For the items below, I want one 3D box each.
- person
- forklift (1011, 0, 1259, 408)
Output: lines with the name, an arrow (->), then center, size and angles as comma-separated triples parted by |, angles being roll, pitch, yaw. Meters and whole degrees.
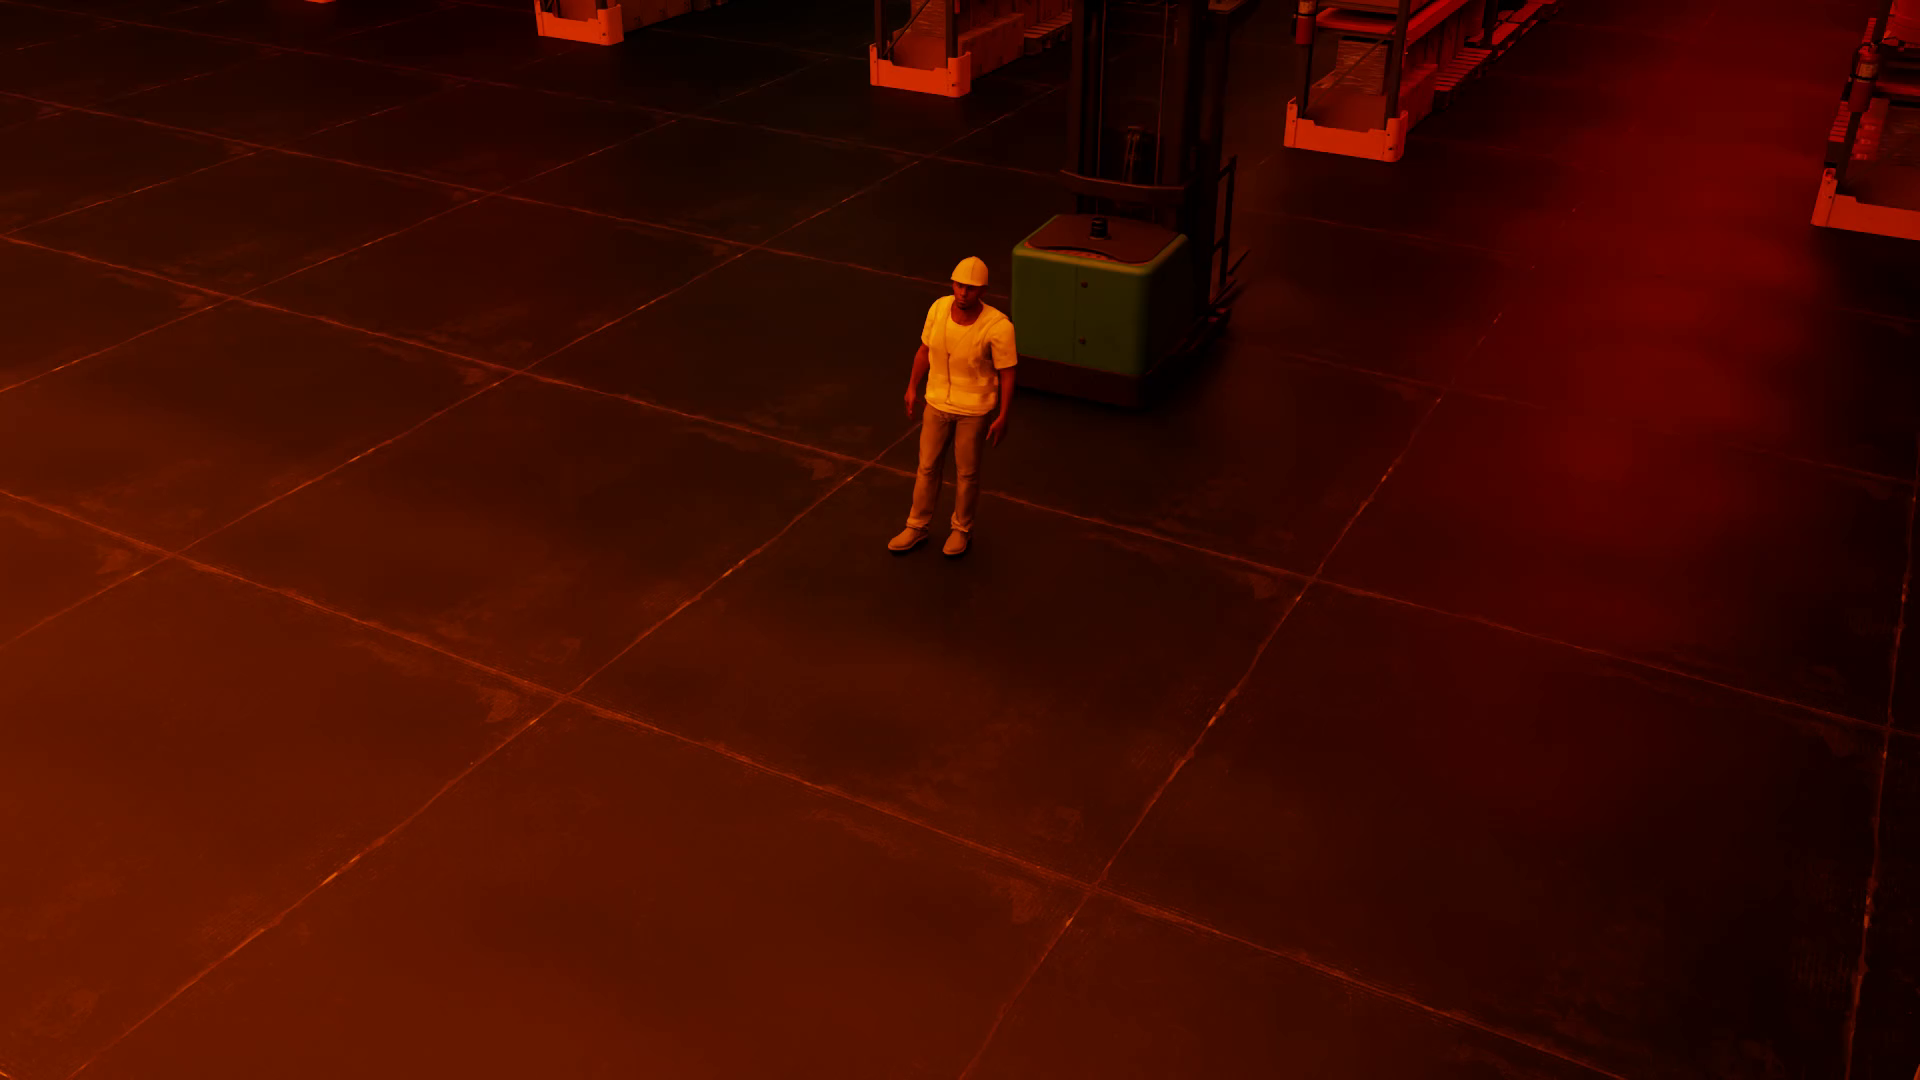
person -> -0.038, -0.741, 9.507 | 0.666, 1.768, 0.575 | 15, 33, 25
forklift -> 1.436, -2.890, 12.078 | 1.130, 2.935, 3.031 | 14, 33, 22
